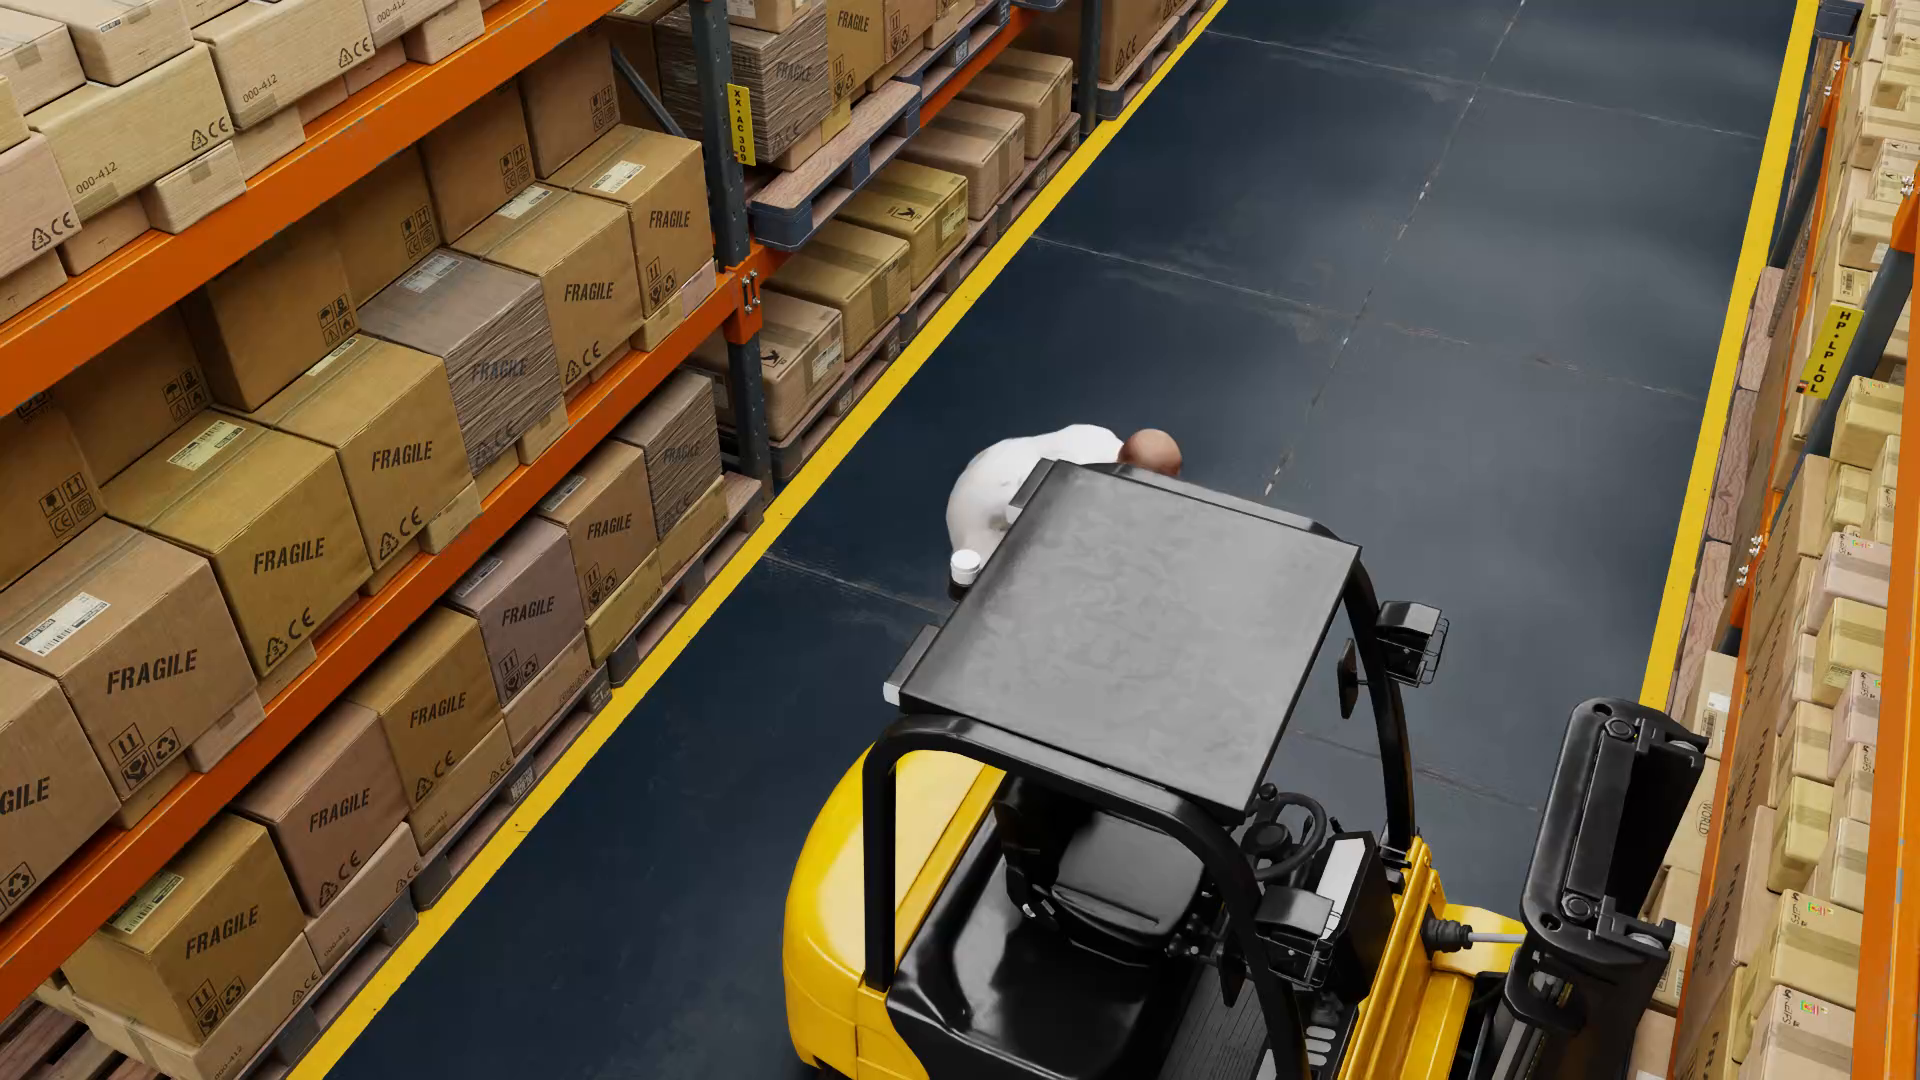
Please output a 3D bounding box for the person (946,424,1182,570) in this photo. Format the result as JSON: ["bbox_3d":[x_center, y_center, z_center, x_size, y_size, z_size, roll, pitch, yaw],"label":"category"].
[{"bbox_3d":[0.370,0.094,6.327,0.860,1.435,0.552,16,44,18],"label":"person"}]
